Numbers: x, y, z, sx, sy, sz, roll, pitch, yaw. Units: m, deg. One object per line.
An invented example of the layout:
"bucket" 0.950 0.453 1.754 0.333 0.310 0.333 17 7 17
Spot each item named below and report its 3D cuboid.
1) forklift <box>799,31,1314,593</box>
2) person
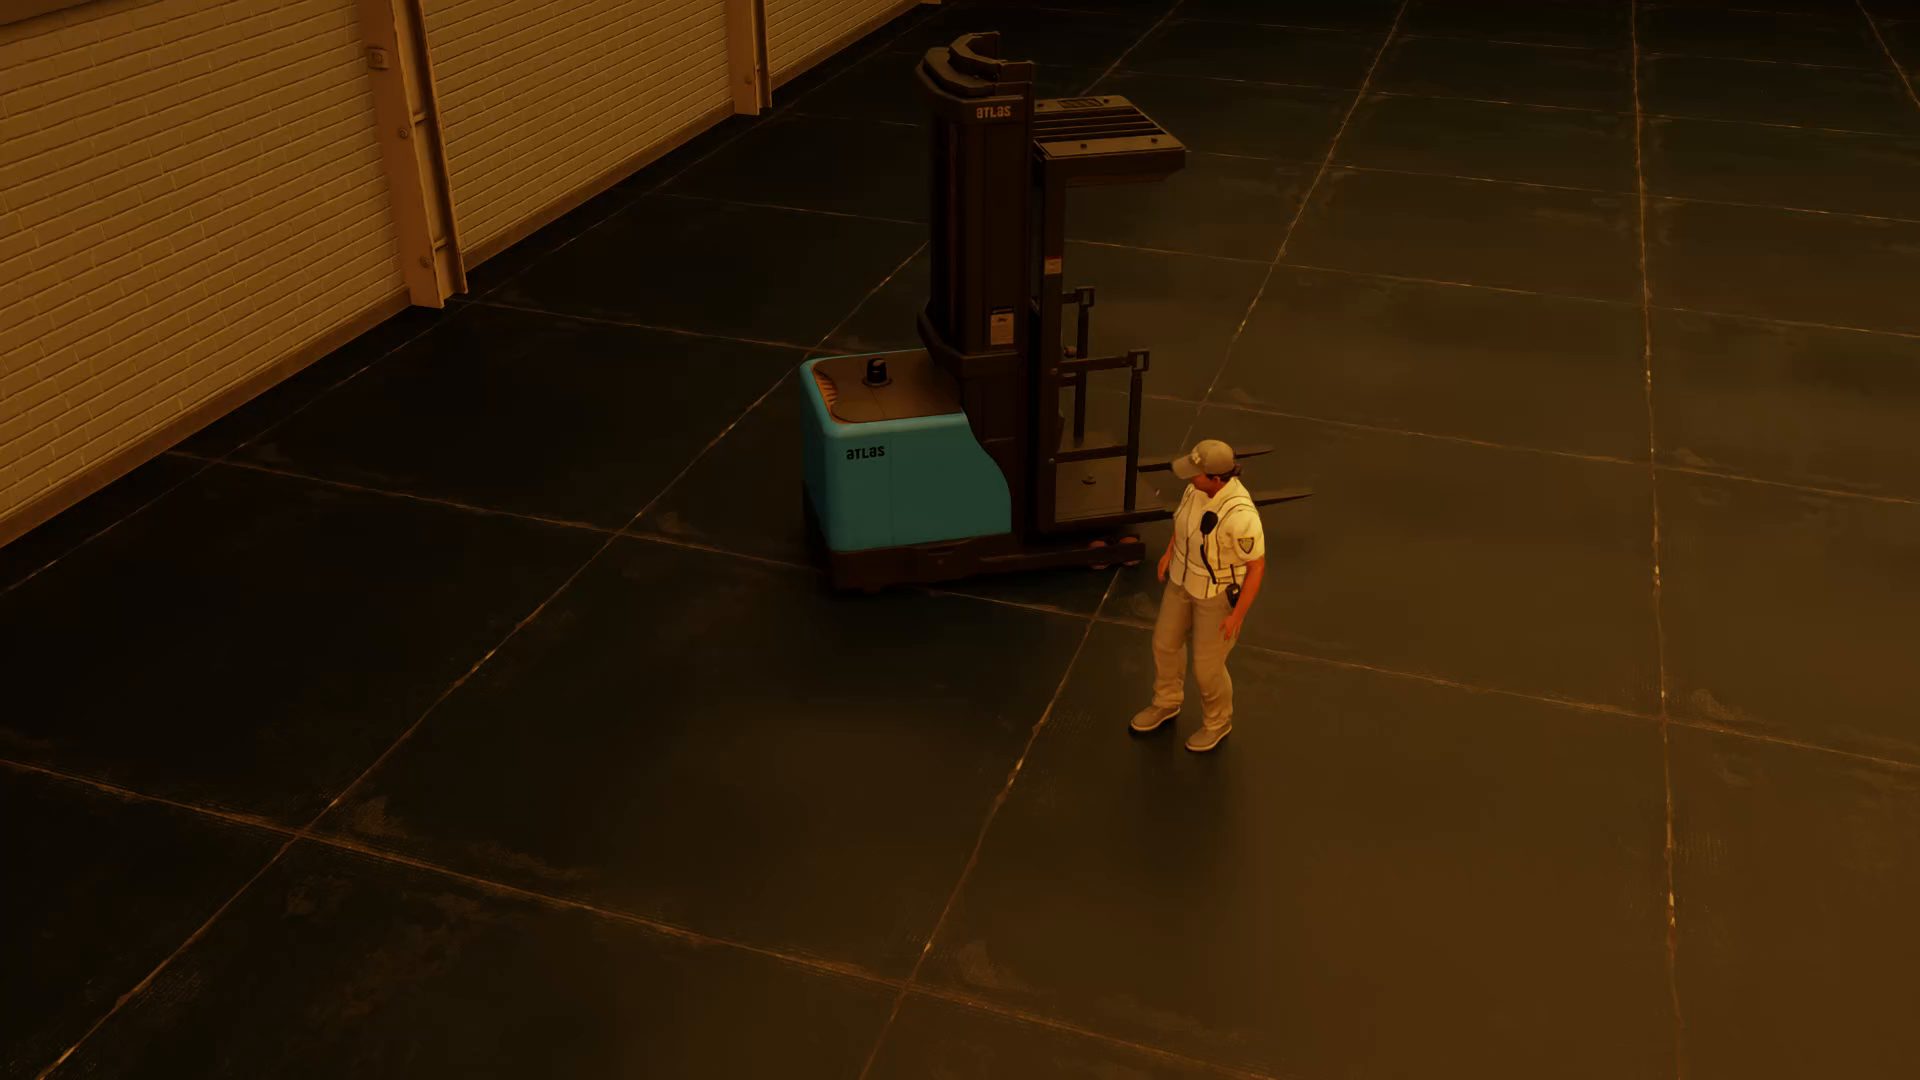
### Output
"forklift" 0.612 -1.347 9.500 3.031 2.935 1.130 -7 30 -12
"person" 1.159 0.246 7.994 0.477 1.657 0.638 -17 34 -28
